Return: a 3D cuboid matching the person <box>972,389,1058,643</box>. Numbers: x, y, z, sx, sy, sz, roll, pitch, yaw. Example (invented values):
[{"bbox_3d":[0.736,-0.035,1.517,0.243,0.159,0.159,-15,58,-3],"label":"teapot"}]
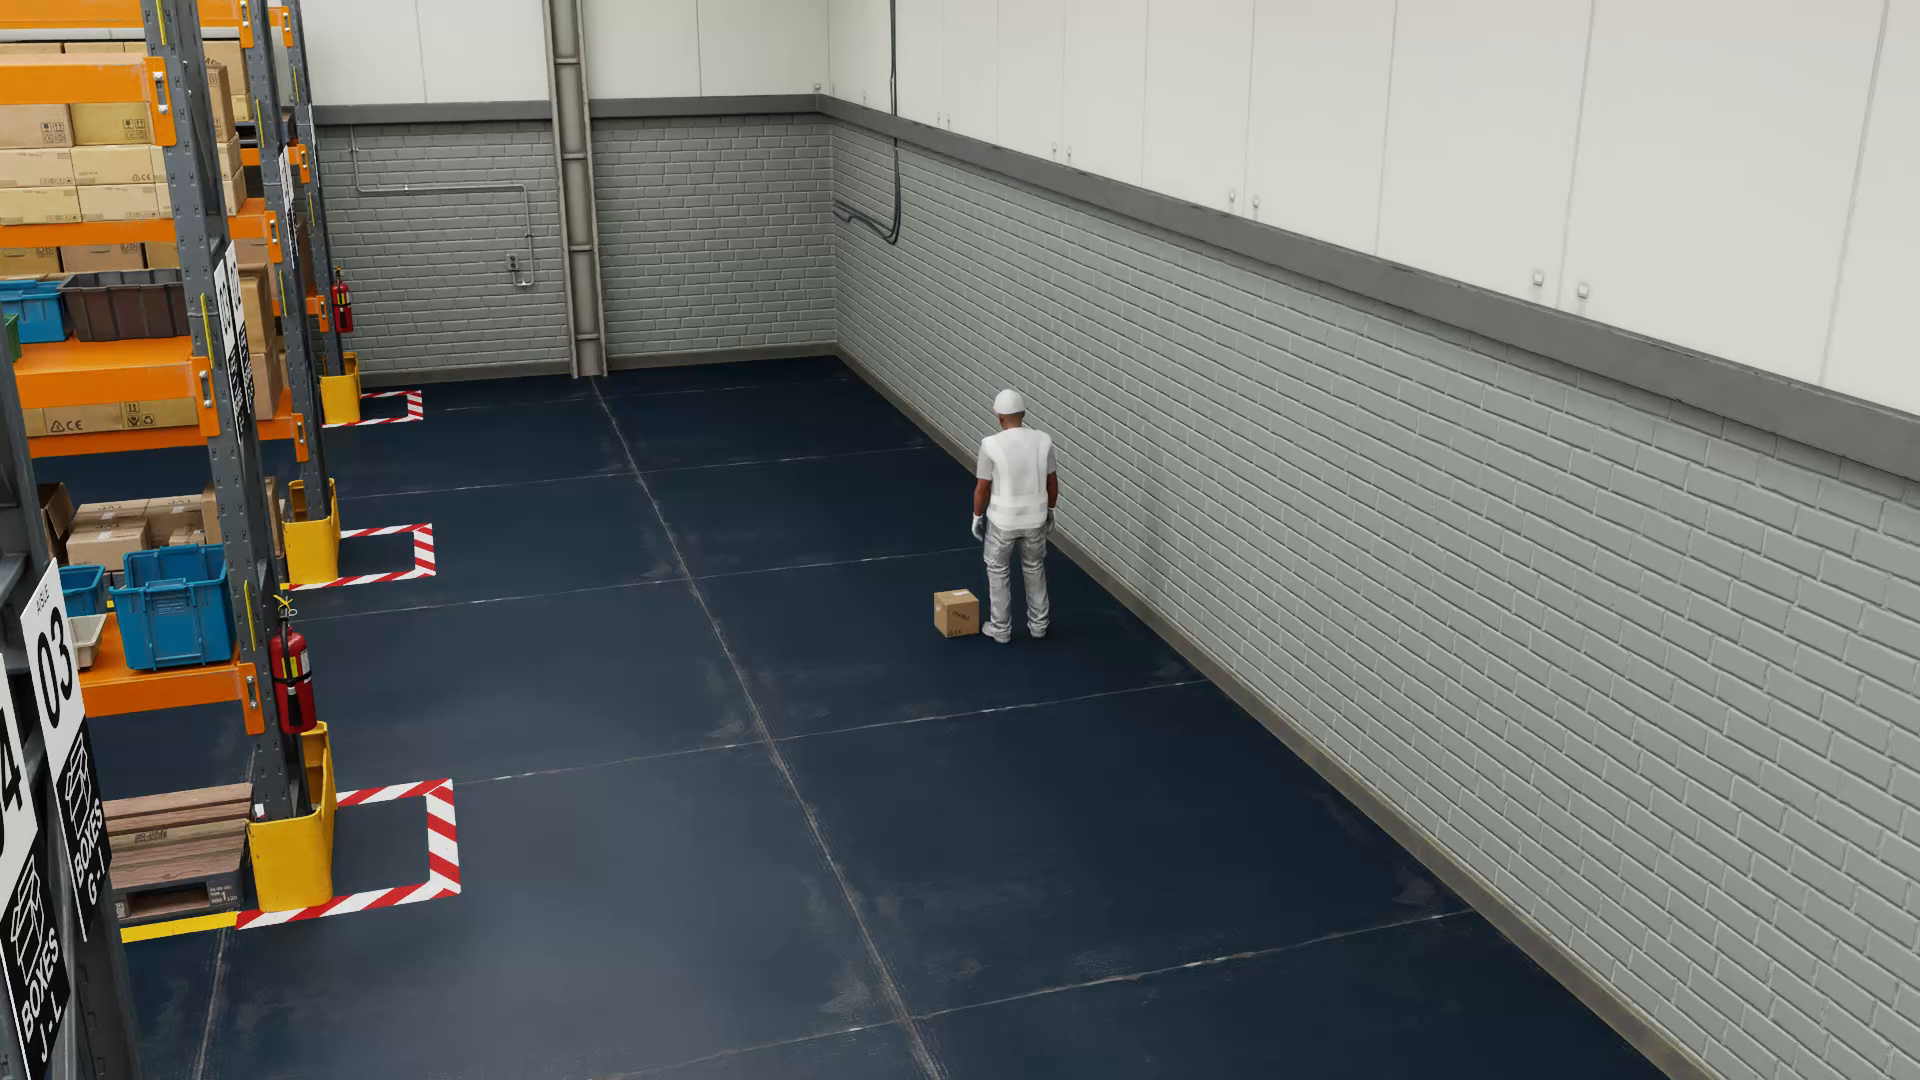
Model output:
[{"bbox_3d":[0.382,-0.163,11.522,0.616,1.774,0.450,-6,20,-17],"label":"person"}]
